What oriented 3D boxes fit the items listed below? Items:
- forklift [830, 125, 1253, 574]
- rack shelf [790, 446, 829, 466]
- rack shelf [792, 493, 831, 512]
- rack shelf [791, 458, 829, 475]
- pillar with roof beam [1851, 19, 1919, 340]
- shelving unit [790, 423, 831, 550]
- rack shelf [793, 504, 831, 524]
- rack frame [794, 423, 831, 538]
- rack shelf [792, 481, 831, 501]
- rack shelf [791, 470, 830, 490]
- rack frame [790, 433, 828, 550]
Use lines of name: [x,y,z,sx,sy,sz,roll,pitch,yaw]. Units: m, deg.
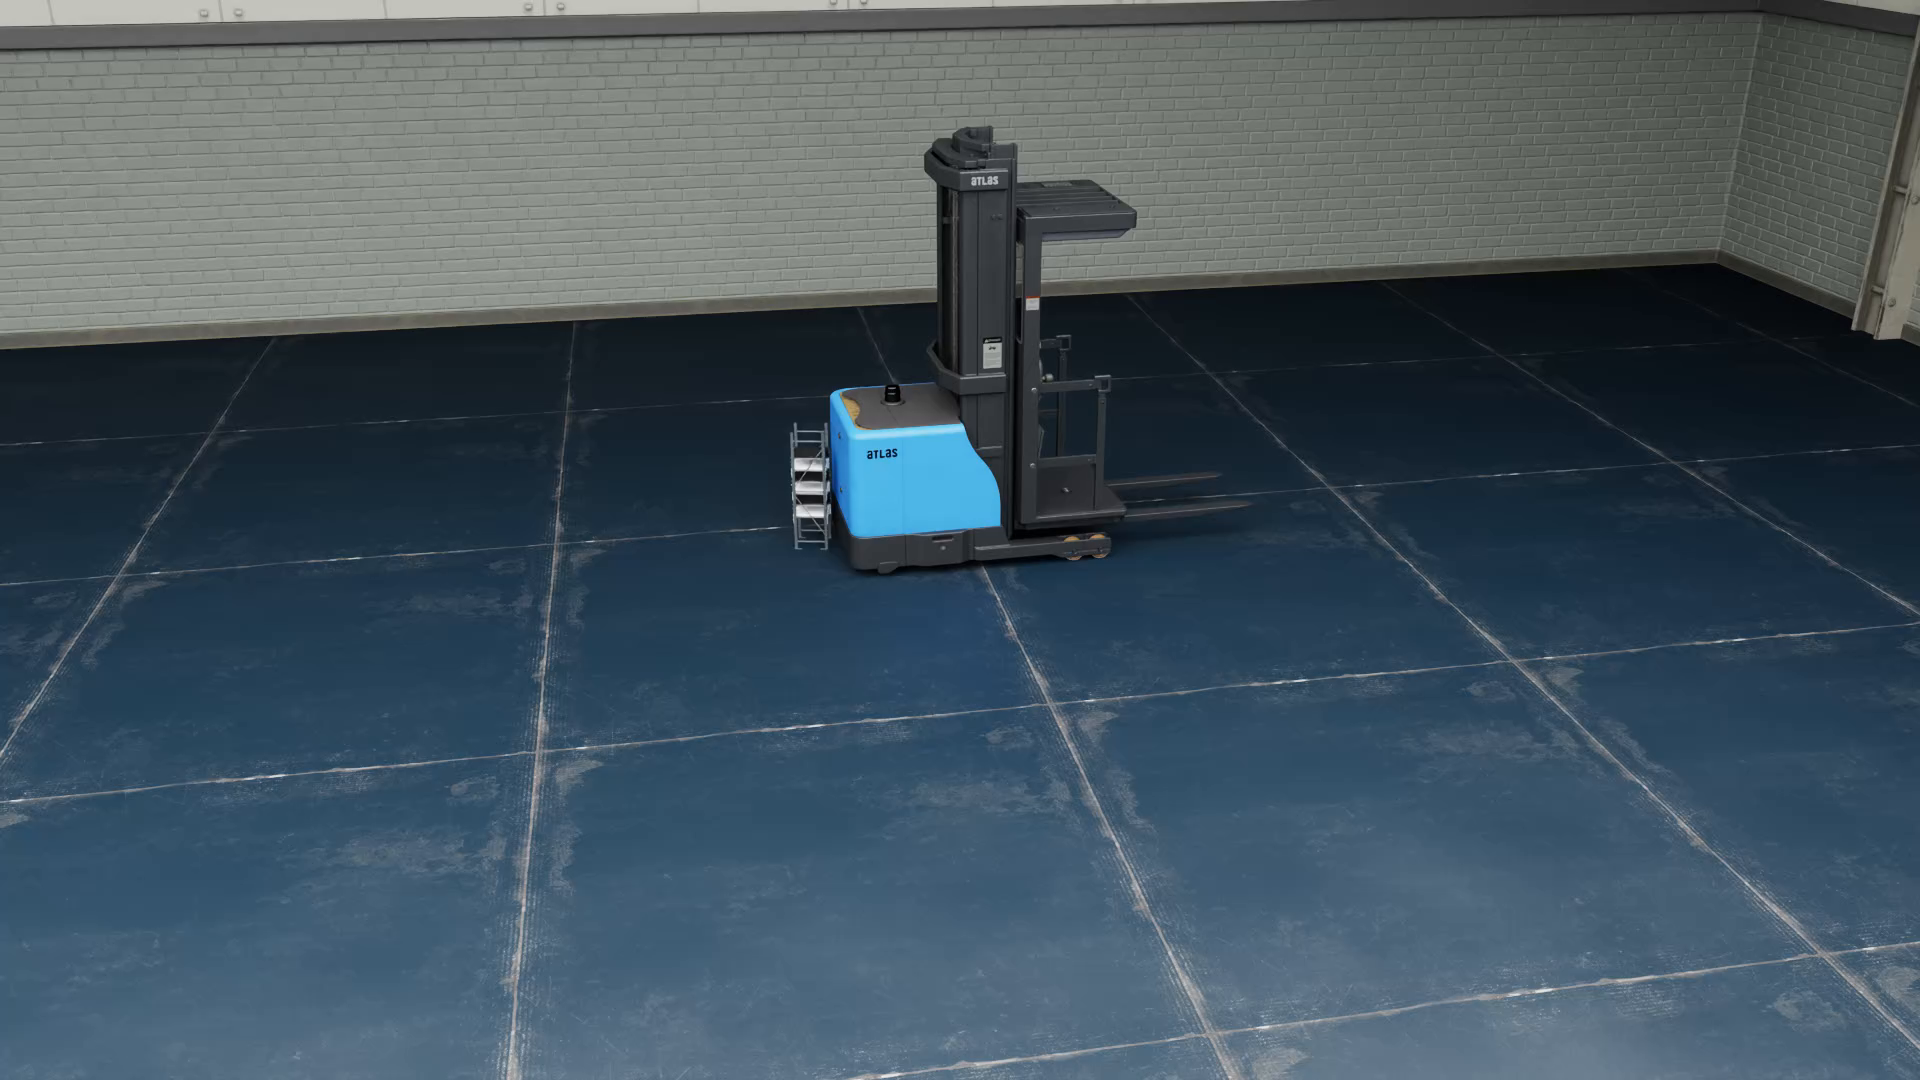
forklift: [0.615,-1.398,11.789,3.031,2.935,1.130,-5,24,-12]
rack shelf: [-1.075,-0.601,11.909,0.258,0.077,0.200,1,24,2]
rack shelf: [-1.075,-0.272,12.055,0.258,0.077,0.200,1,24,2]
rack shelf: [-1.075,-0.519,11.946,0.258,0.077,0.200,1,24,2]
pillar with roof beam: [5.206,-5.932,14.588,9.100,9.000,0.400,-4,24,-10]
shelving unit: [-1.075,-0.385,12.005,0.258,0.900,0.210,1,24,2]
rack shelf: [-1.075,-0.190,12.091,0.258,0.077,0.200,1,24,2]
rack frame: [-1.071,-0.426,12.098,0.240,0.900,0.006,1,24,2]
rack shelf: [-1.075,-0.354,12.019,0.258,0.077,0.200,1,24,2]
rack shelf: [-1.075,-0.437,11.982,0.258,0.077,0.200,1,24,2]
rack frame: [-1.079,-0.344,11.912,0.240,0.900,0.006,1,24,2]
